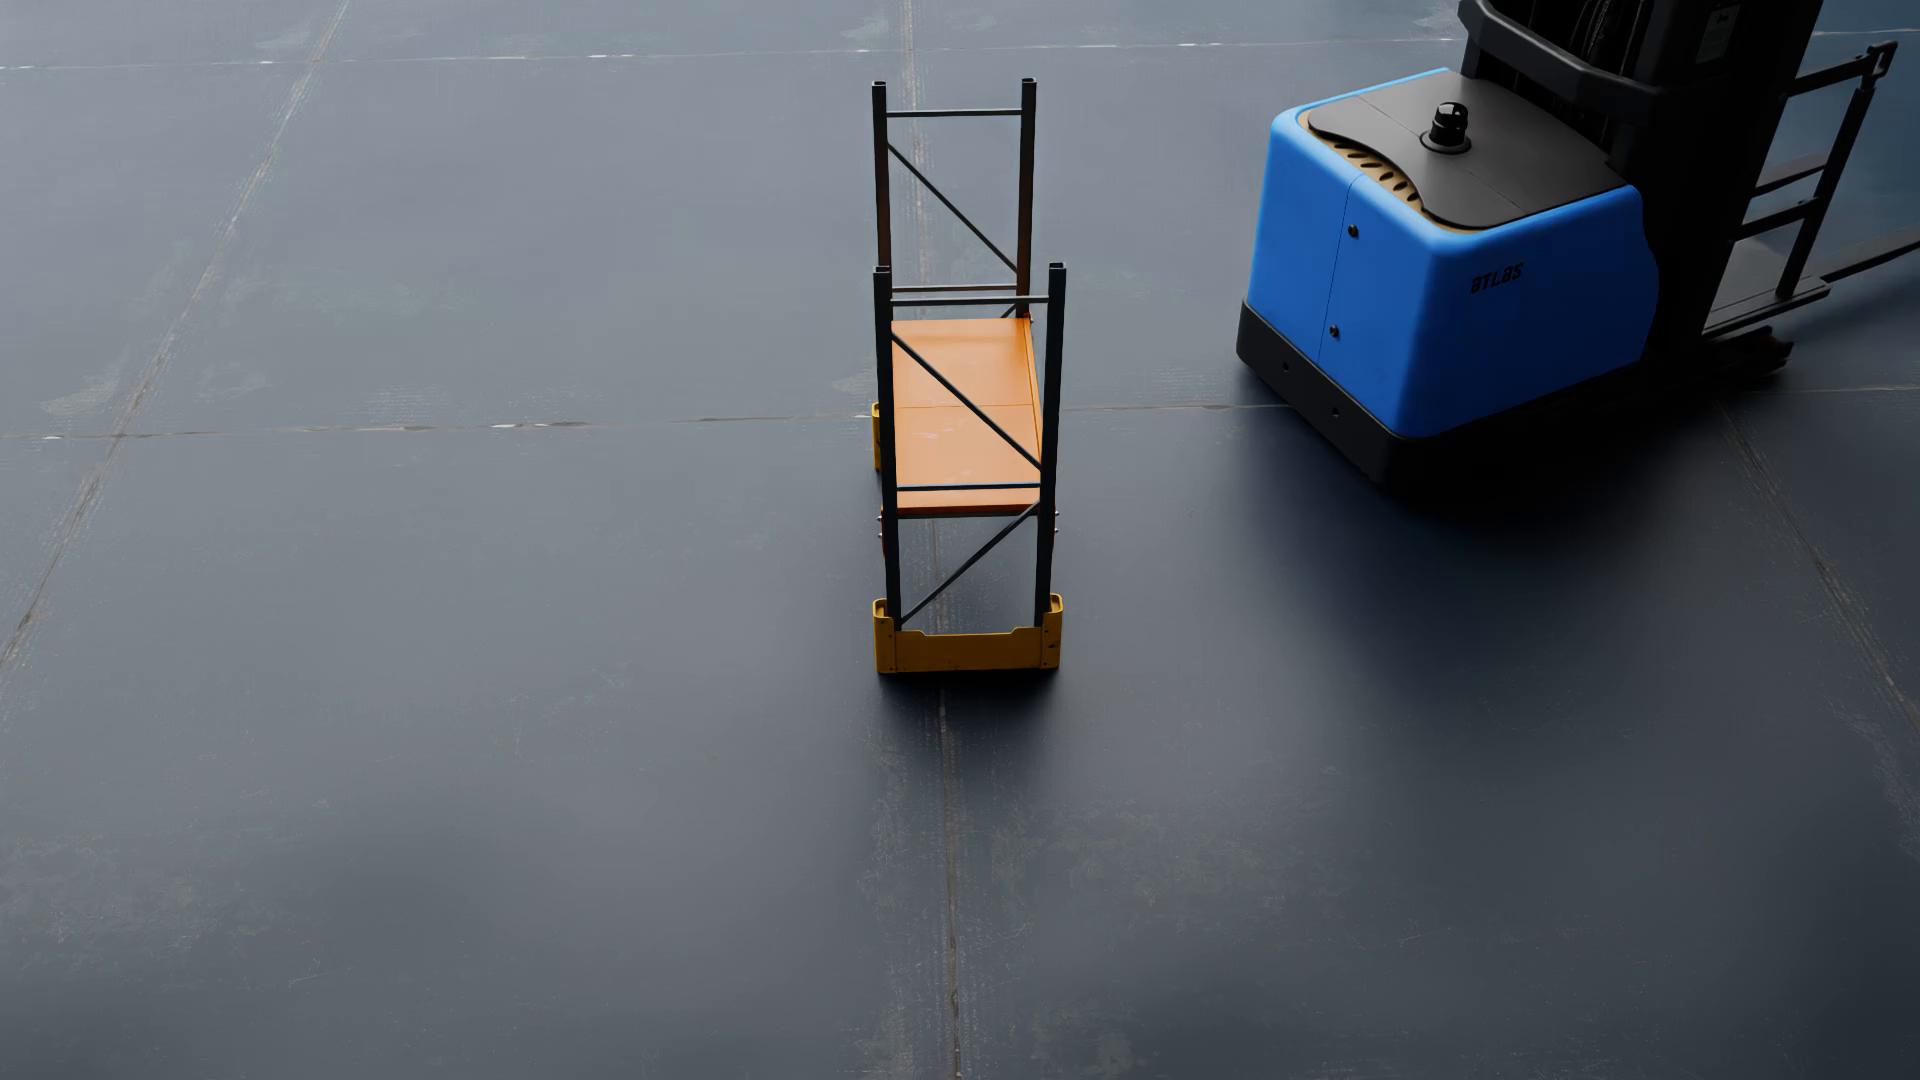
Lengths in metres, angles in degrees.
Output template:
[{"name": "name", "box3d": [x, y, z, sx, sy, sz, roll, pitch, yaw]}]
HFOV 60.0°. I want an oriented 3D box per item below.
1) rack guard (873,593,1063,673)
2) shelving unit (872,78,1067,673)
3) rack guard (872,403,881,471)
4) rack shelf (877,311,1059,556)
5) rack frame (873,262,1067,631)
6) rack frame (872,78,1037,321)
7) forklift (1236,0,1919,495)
[{"name": "rack guard", "box3d": [0.024, 0.296, 5.243, 0.587, 0.250, 0.087, -2, 43, -2]}, {"name": "shelving unit", "box3d": [0.003, -0.501, 5.187, 0.587, 1.500, 1.083, -2, 43, -2]}, {"name": "rack guard", "box3d": [-0.018, -0.377, 5.976, 0.587, 0.250, 0.087, -2, 43, -2]}, {"name": "rack shelf", "box3d": [0.004, -0.363, 5.302, 0.538, 0.185, 1.000, -2, 43, -2]}, {"name": "rack frame", "box3d": [0.025, -0.152, 4.806, 0.500, 1.500, 0.032, -2, 43, -2]}, {"name": "rack frame", "box3d": [-0.018, -0.838, 5.555, 0.500, 1.500, 0.032, -2, 43, -2]}, {"name": "forklift", "box3d": [2.617, -1.946, 5.704, 3.031, 2.935, 1.130, -19, 46, -20]}]
